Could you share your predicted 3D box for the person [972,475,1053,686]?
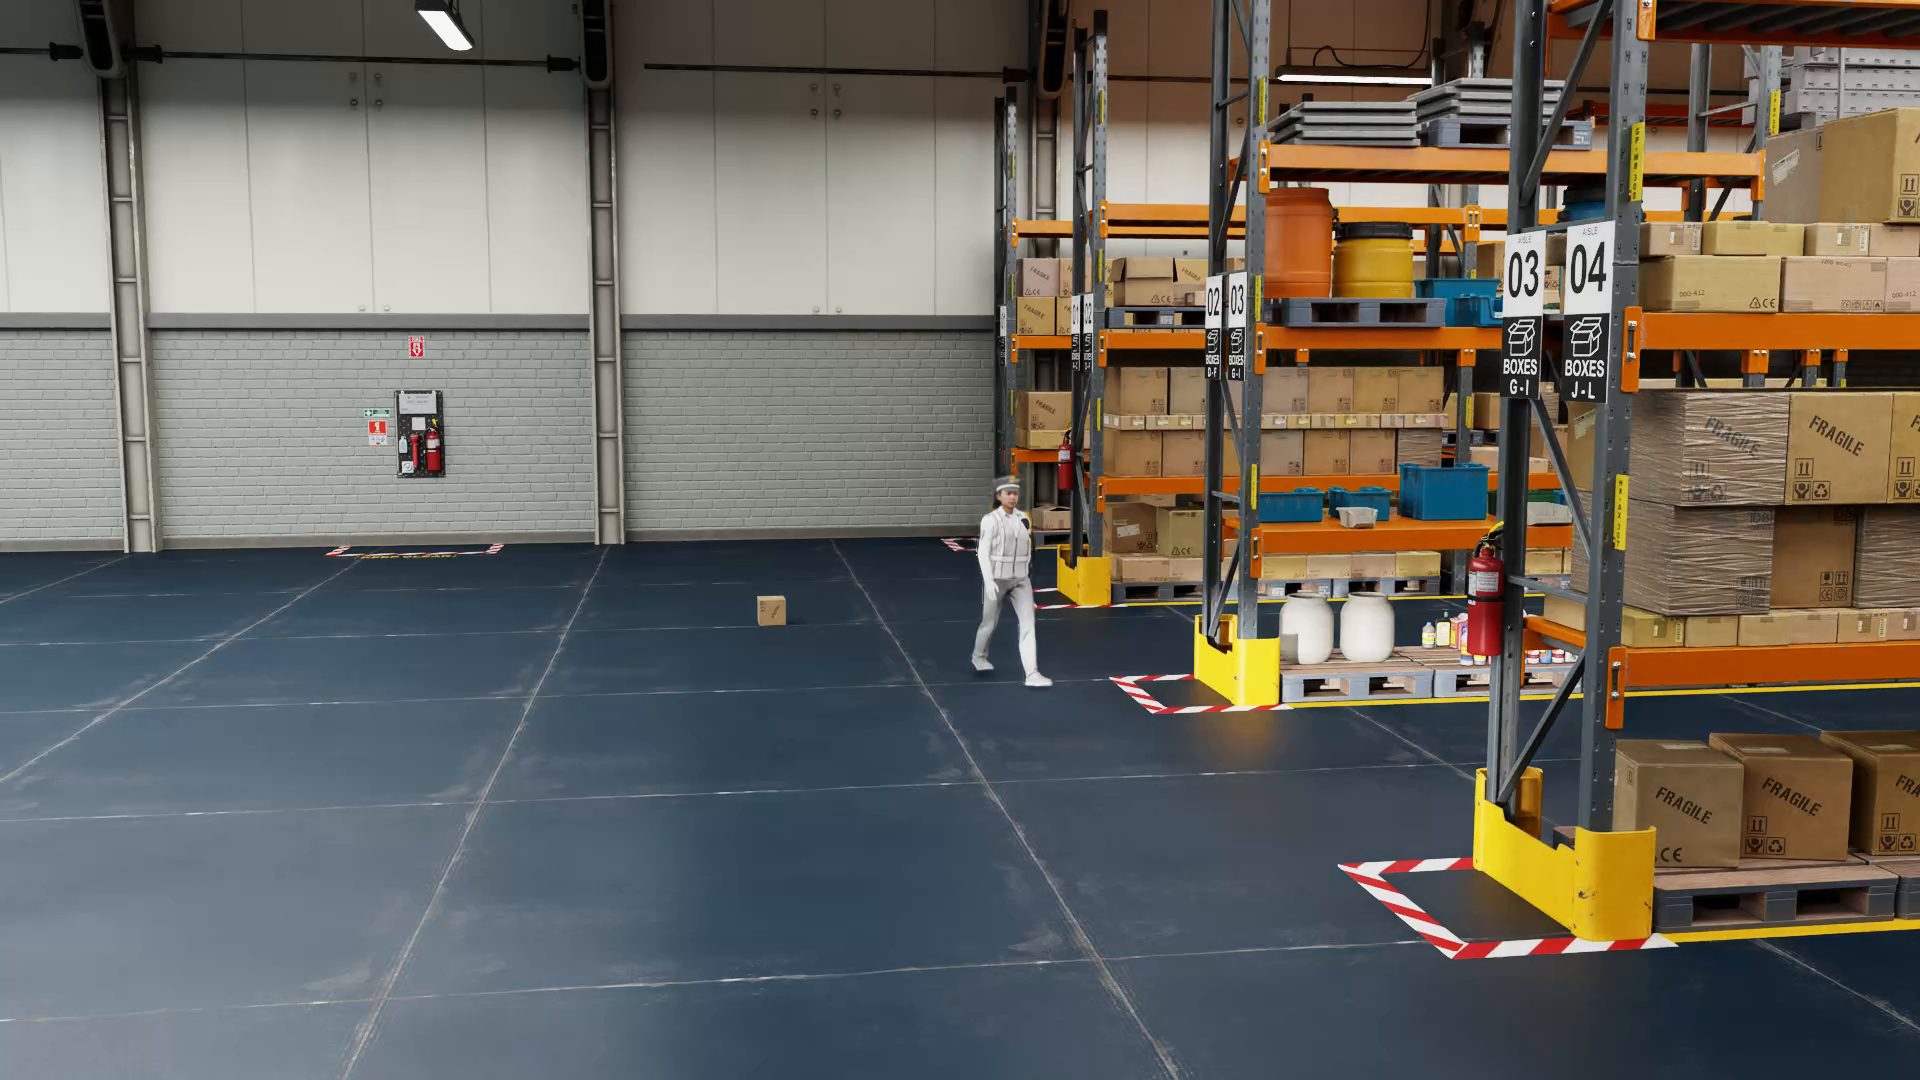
[{"bbox_3d":[0.385,0.304,13.101,0.520,1.637,1.012,-3,7,-21],"label":"person"}]
